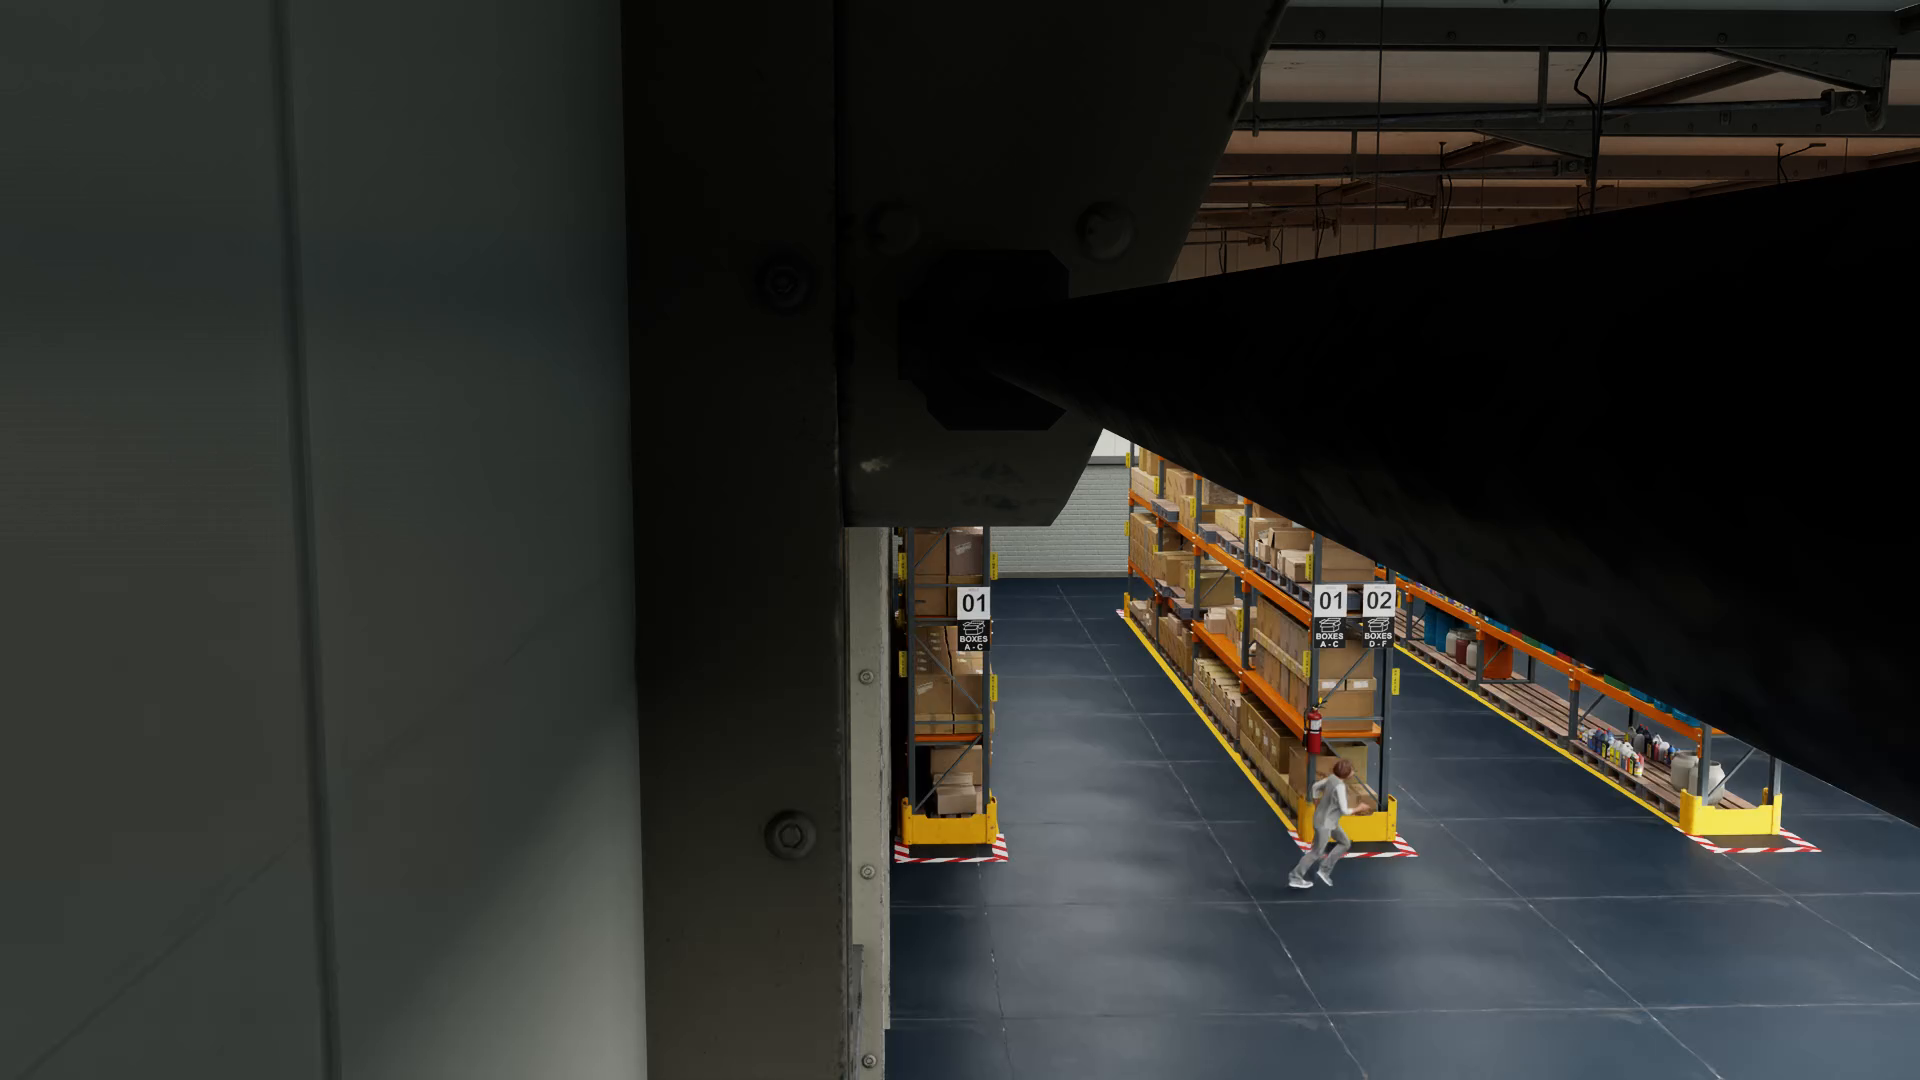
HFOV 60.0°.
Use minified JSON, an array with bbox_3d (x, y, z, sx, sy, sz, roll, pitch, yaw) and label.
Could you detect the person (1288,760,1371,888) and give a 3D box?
[{"bbox_3d":[4.145,3.192,18.661,0.887,1.520,0.528,1,7,10],"label":"person"}]
